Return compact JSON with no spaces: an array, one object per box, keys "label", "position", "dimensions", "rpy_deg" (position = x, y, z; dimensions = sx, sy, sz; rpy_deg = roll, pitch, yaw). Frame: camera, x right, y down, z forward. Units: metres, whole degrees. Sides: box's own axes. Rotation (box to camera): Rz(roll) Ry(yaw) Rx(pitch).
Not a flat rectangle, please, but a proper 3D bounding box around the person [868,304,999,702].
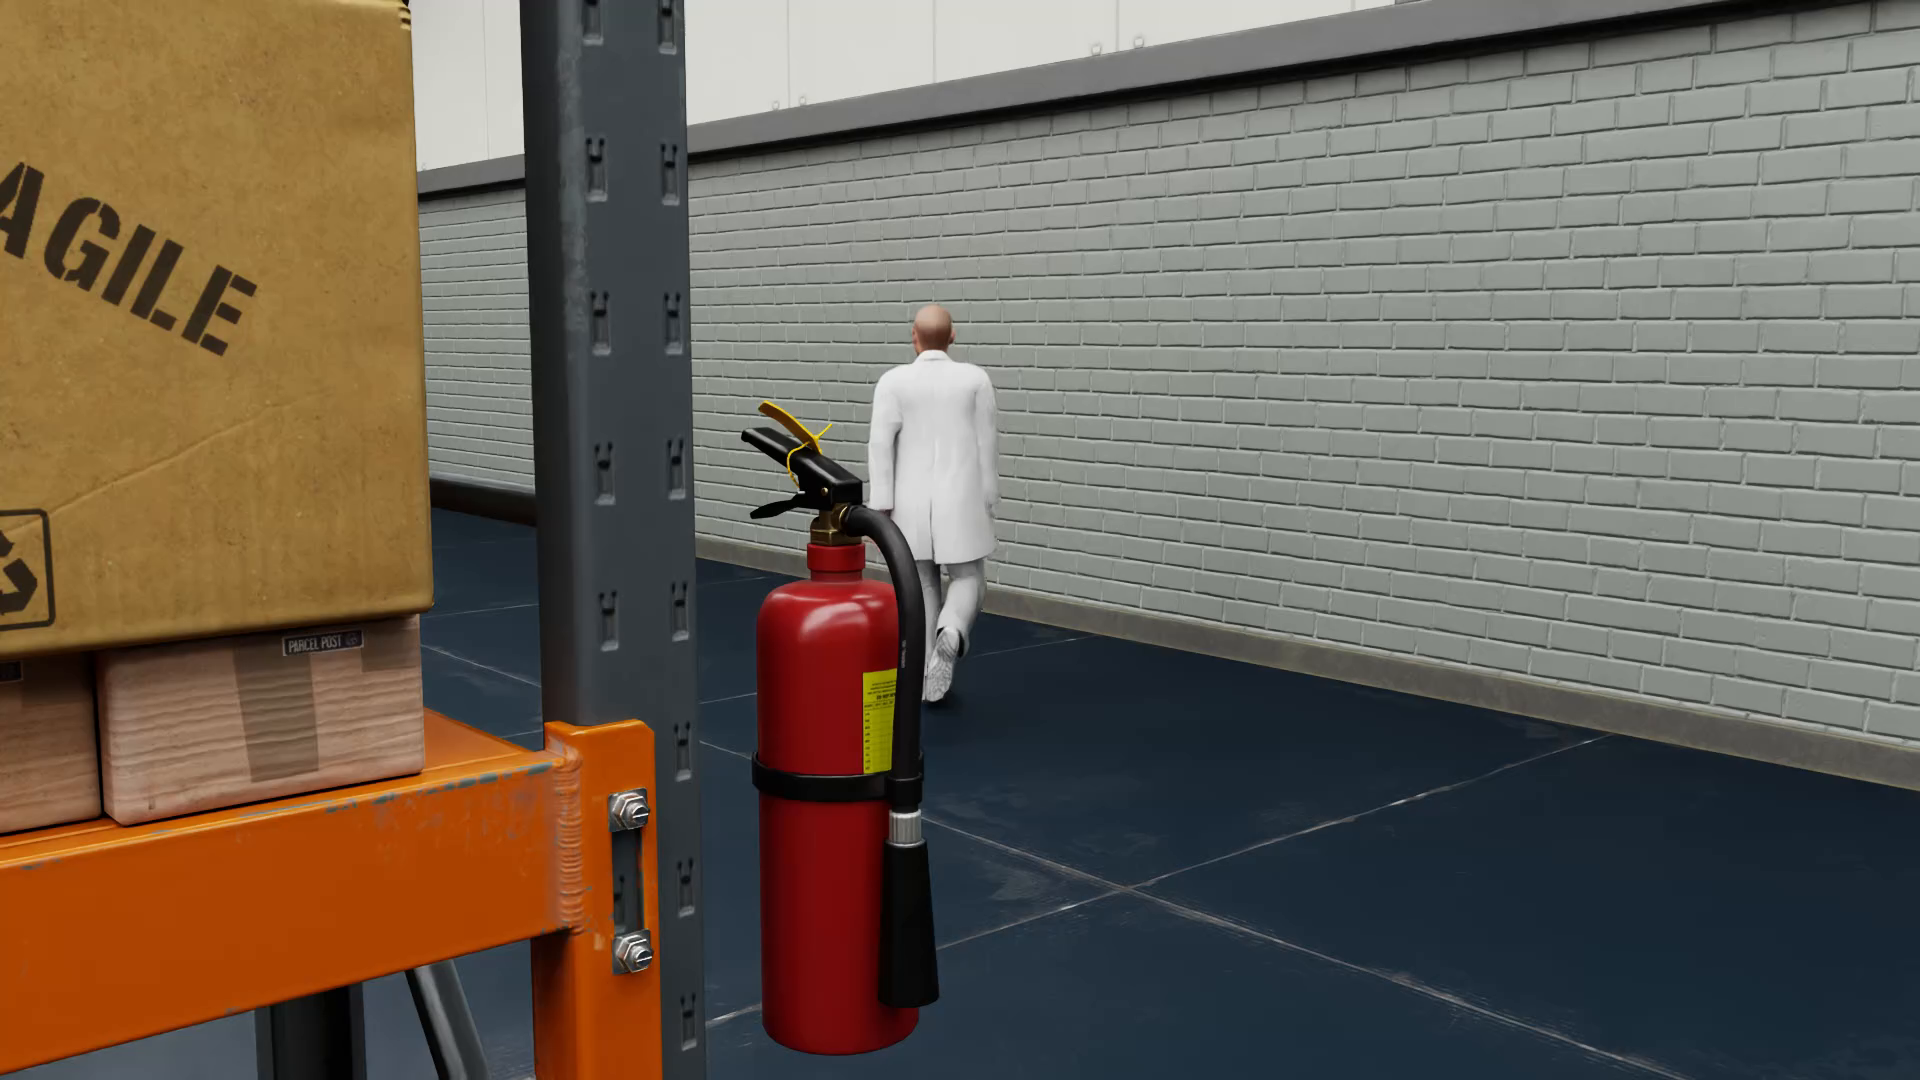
[{"label":"person","position":[-0.116,-0.151,7.339],"dimensions":[0.568,1.766,0.714],"rpy_deg":[1,7,5]}]
